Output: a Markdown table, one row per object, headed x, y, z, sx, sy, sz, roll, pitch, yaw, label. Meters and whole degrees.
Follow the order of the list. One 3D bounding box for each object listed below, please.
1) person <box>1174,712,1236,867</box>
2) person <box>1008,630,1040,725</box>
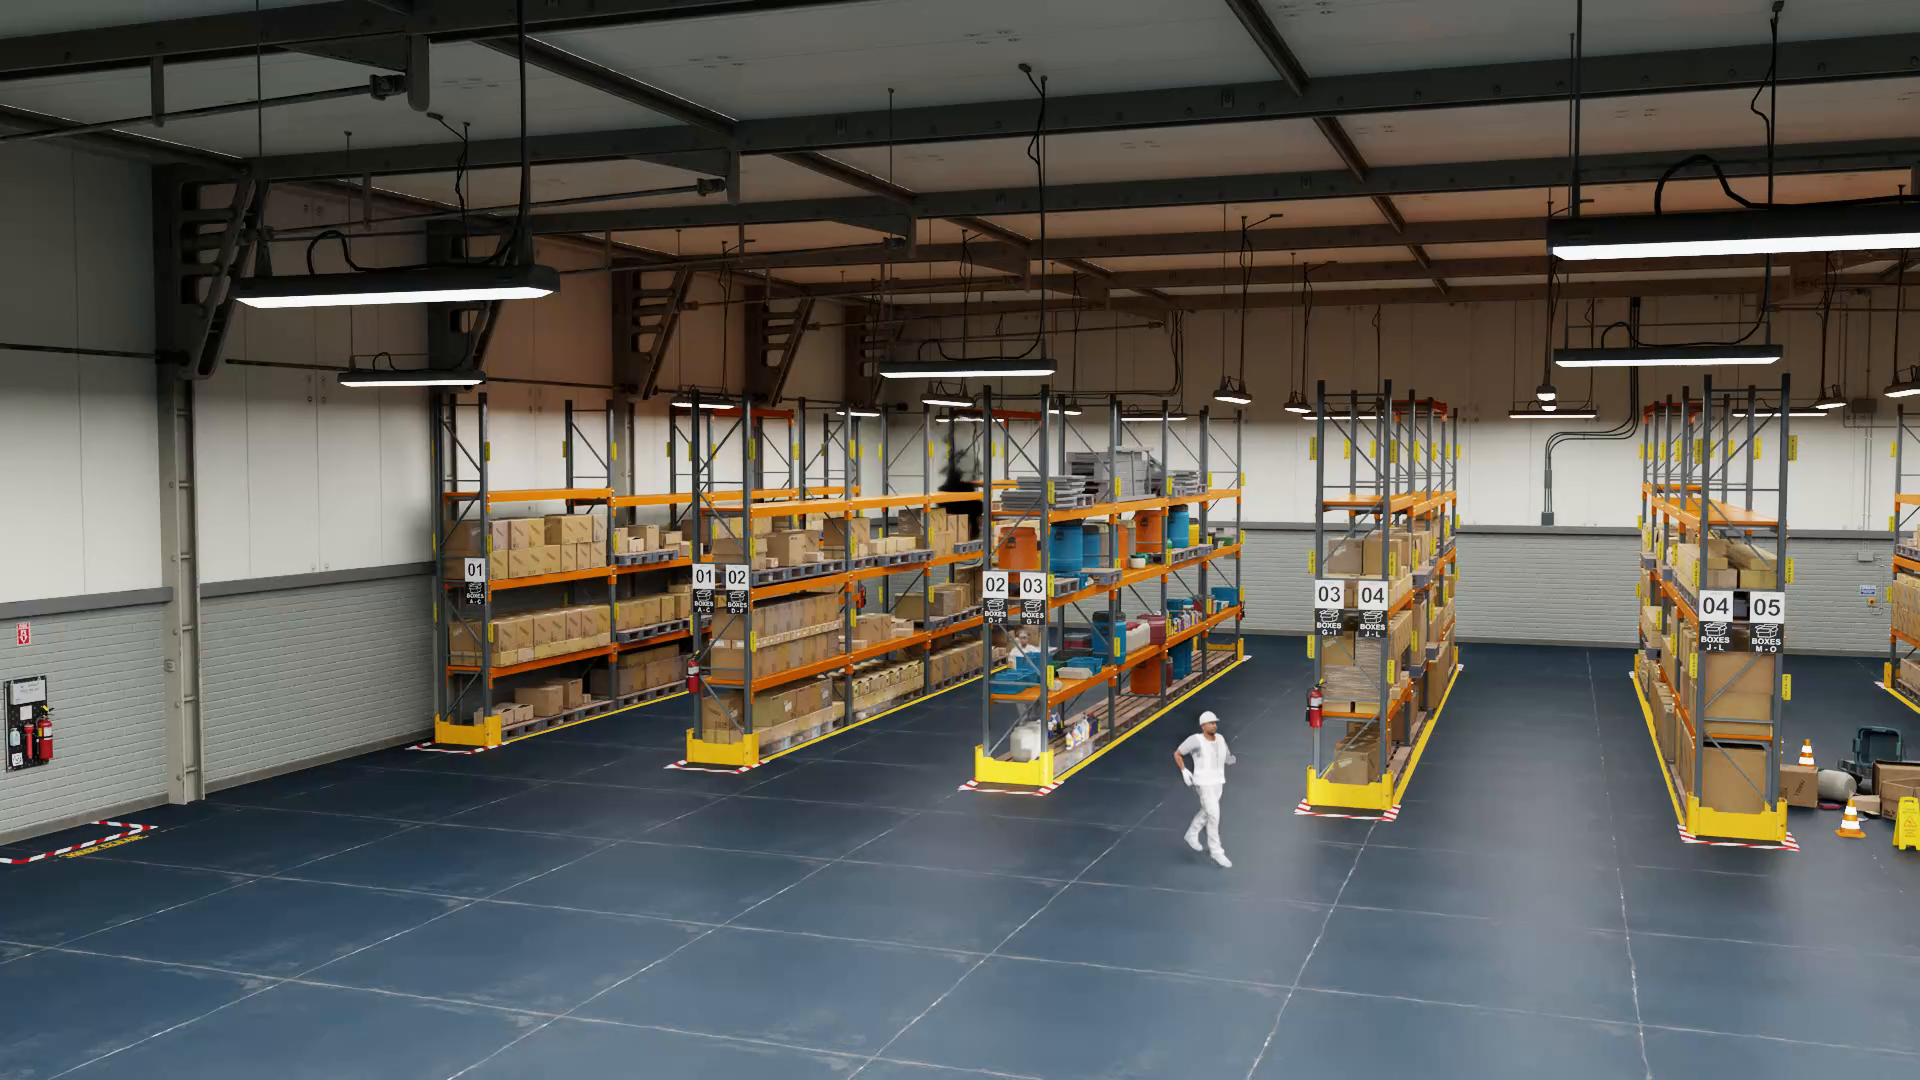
| x | y | z | sx | sy | sz | roll | pitch | yaw | label |
| --- | --- | --- | --- | --- | --- | --- | --- | --- | --- |
| 3.038 | 3.005 | 20.355 | 0.672 | 1.816 | 0.898 | -2 | 4 | -39 | person |
| 1.164 | 2.519 | 30.393 | 0.658 | 1.738 | 0.591 | 1 | 3 | 20 | person |
